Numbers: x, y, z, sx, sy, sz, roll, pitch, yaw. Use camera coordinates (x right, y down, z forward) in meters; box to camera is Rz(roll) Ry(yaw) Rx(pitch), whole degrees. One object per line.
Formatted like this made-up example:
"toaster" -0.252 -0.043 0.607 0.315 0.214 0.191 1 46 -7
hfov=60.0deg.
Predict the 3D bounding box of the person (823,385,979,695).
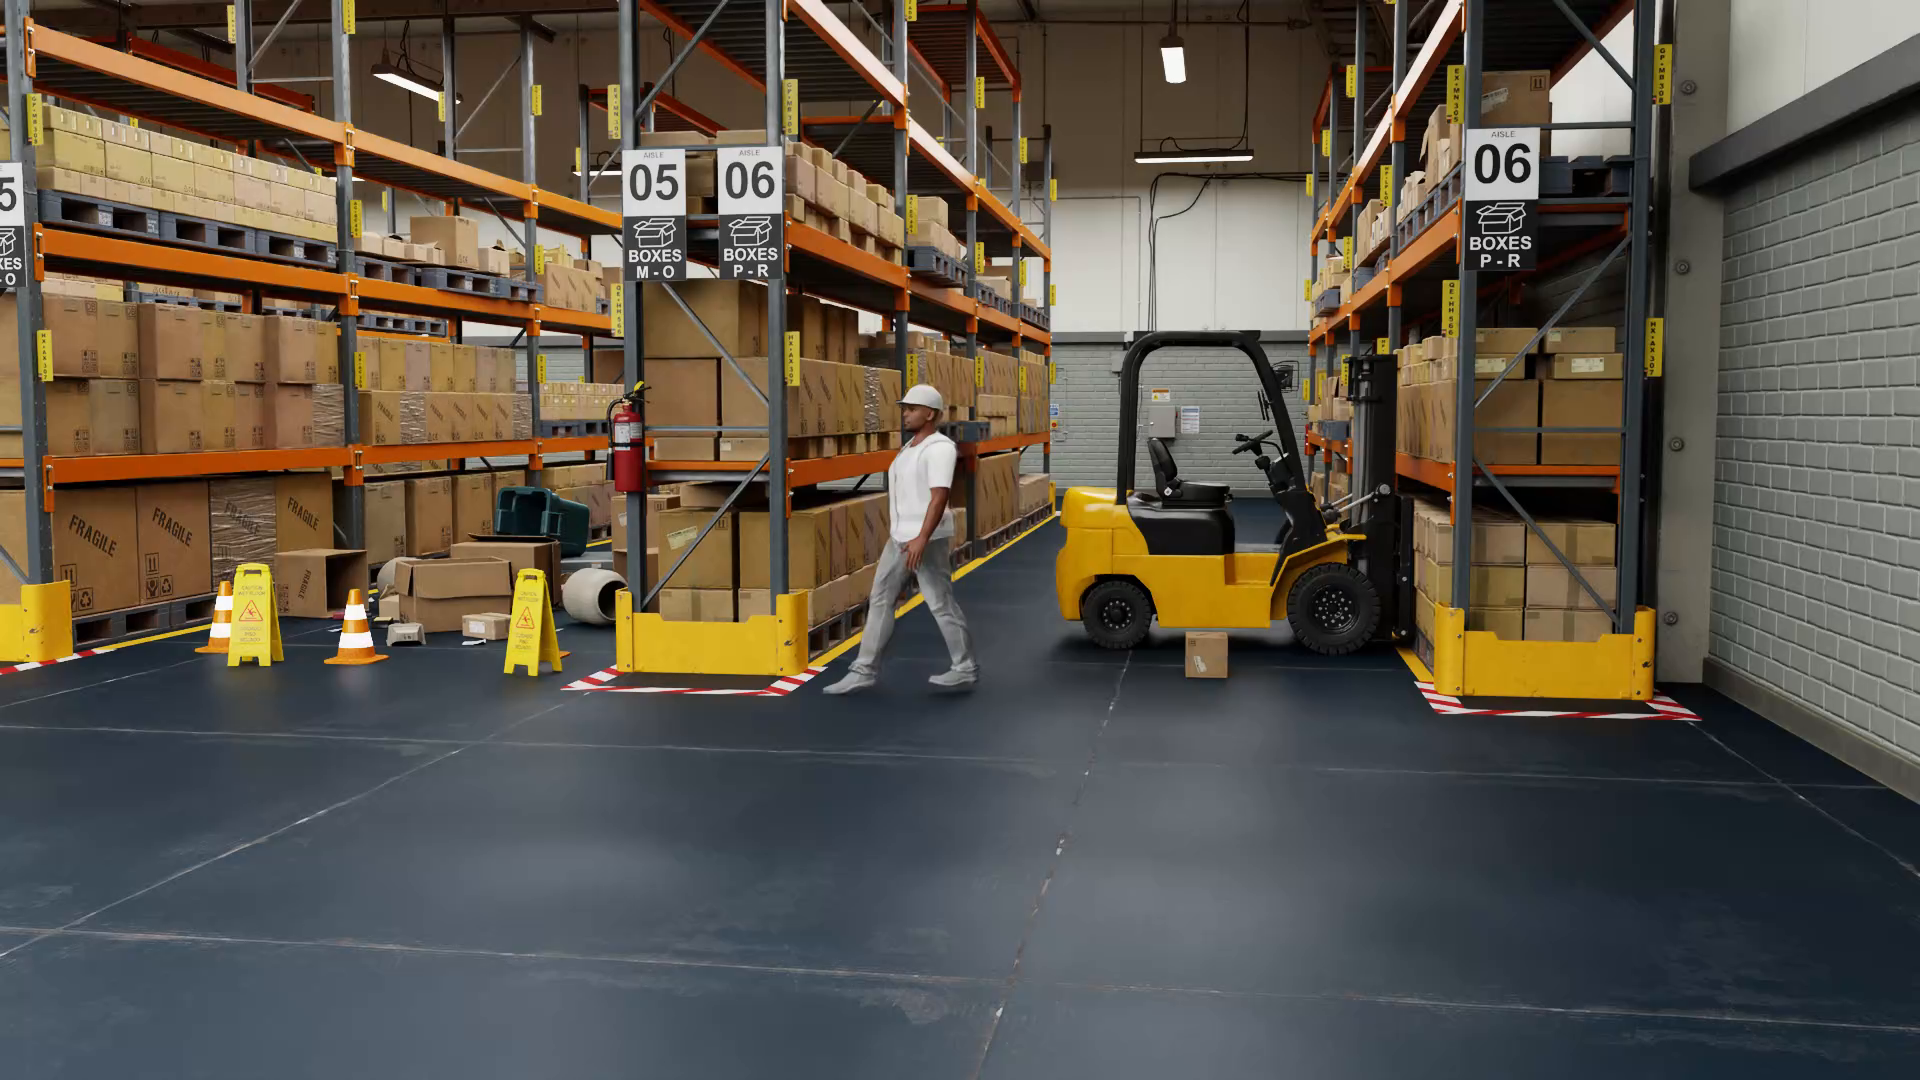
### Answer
"person" -0.305 0.000 9.456 0.884 1.758 0.610 -2 5 -29
